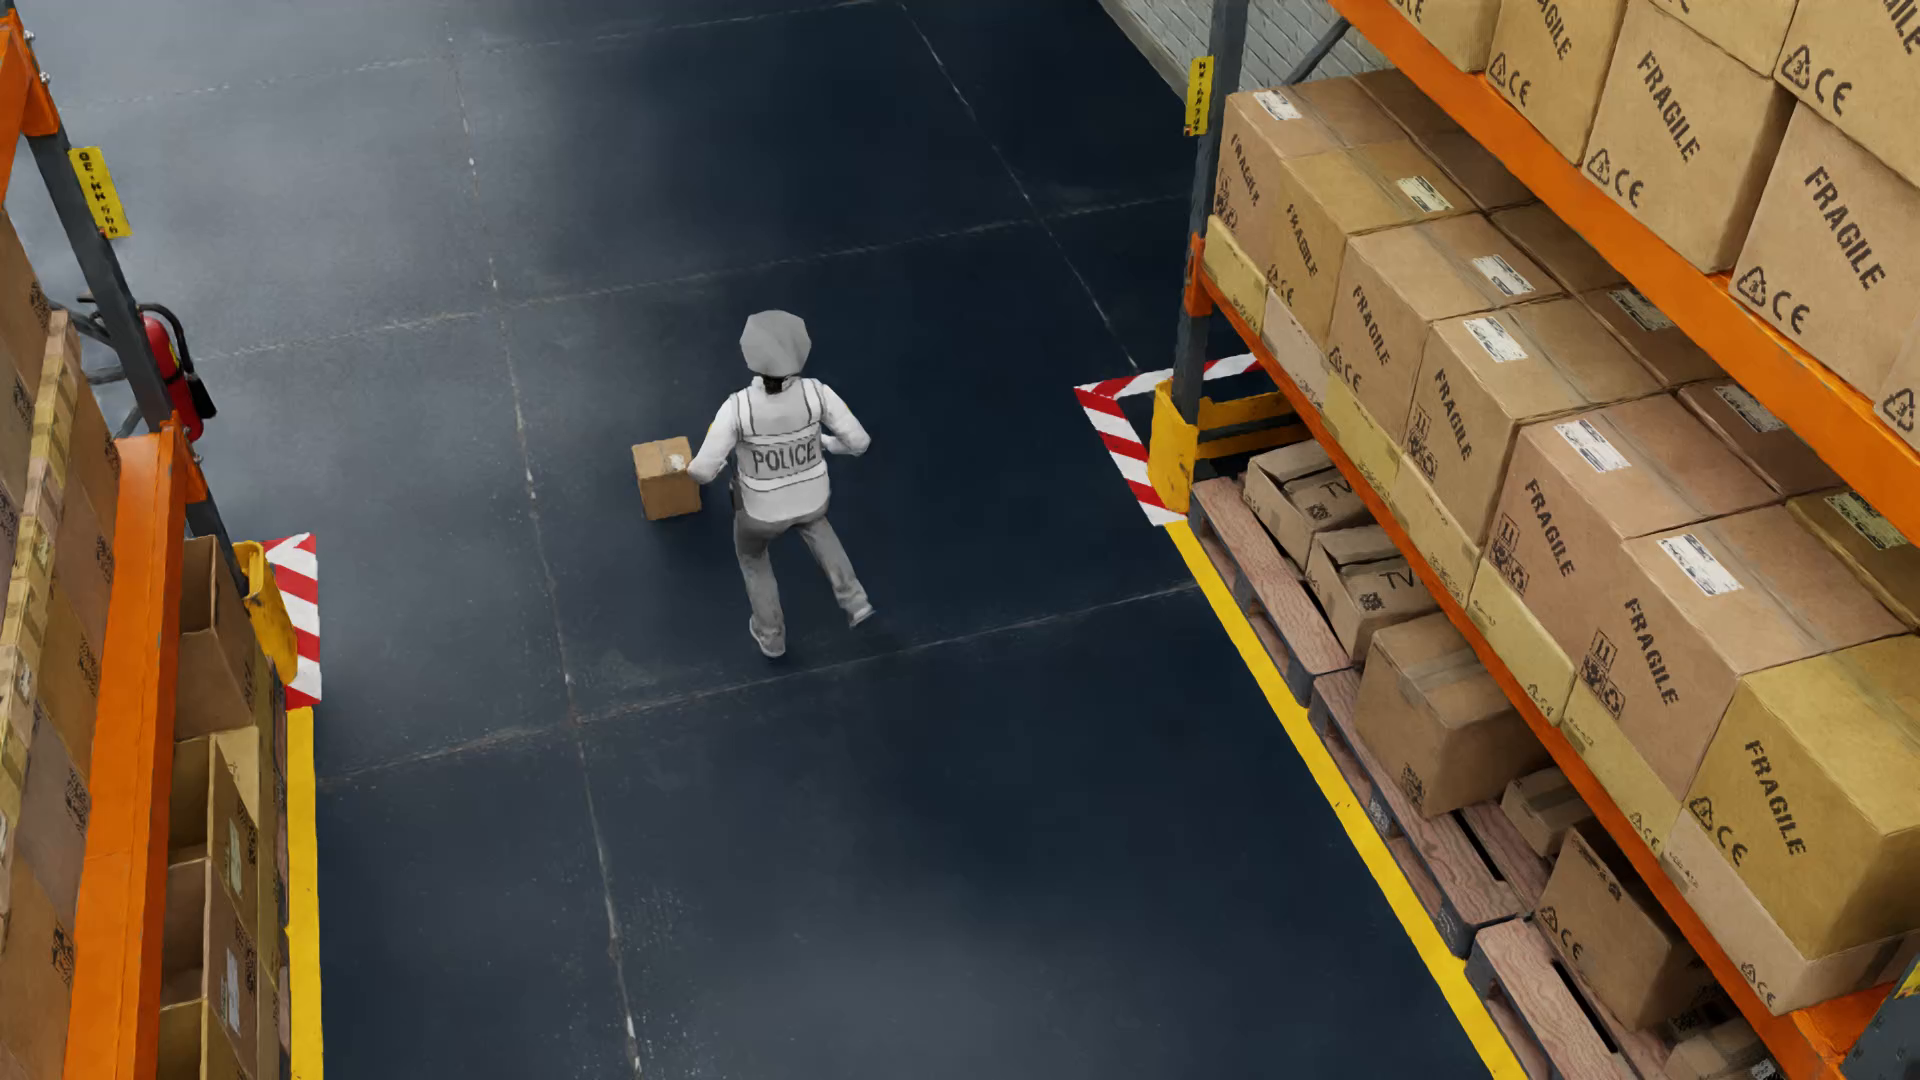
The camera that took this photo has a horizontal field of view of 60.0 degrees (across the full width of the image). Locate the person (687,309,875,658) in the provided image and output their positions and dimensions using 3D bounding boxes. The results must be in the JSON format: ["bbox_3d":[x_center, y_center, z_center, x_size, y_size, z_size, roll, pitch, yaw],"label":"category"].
[{"bbox_3d":[-0.708,-0.190,6.372,0.689,1.665,0.454,-18,45,-18],"label":"person"}]
